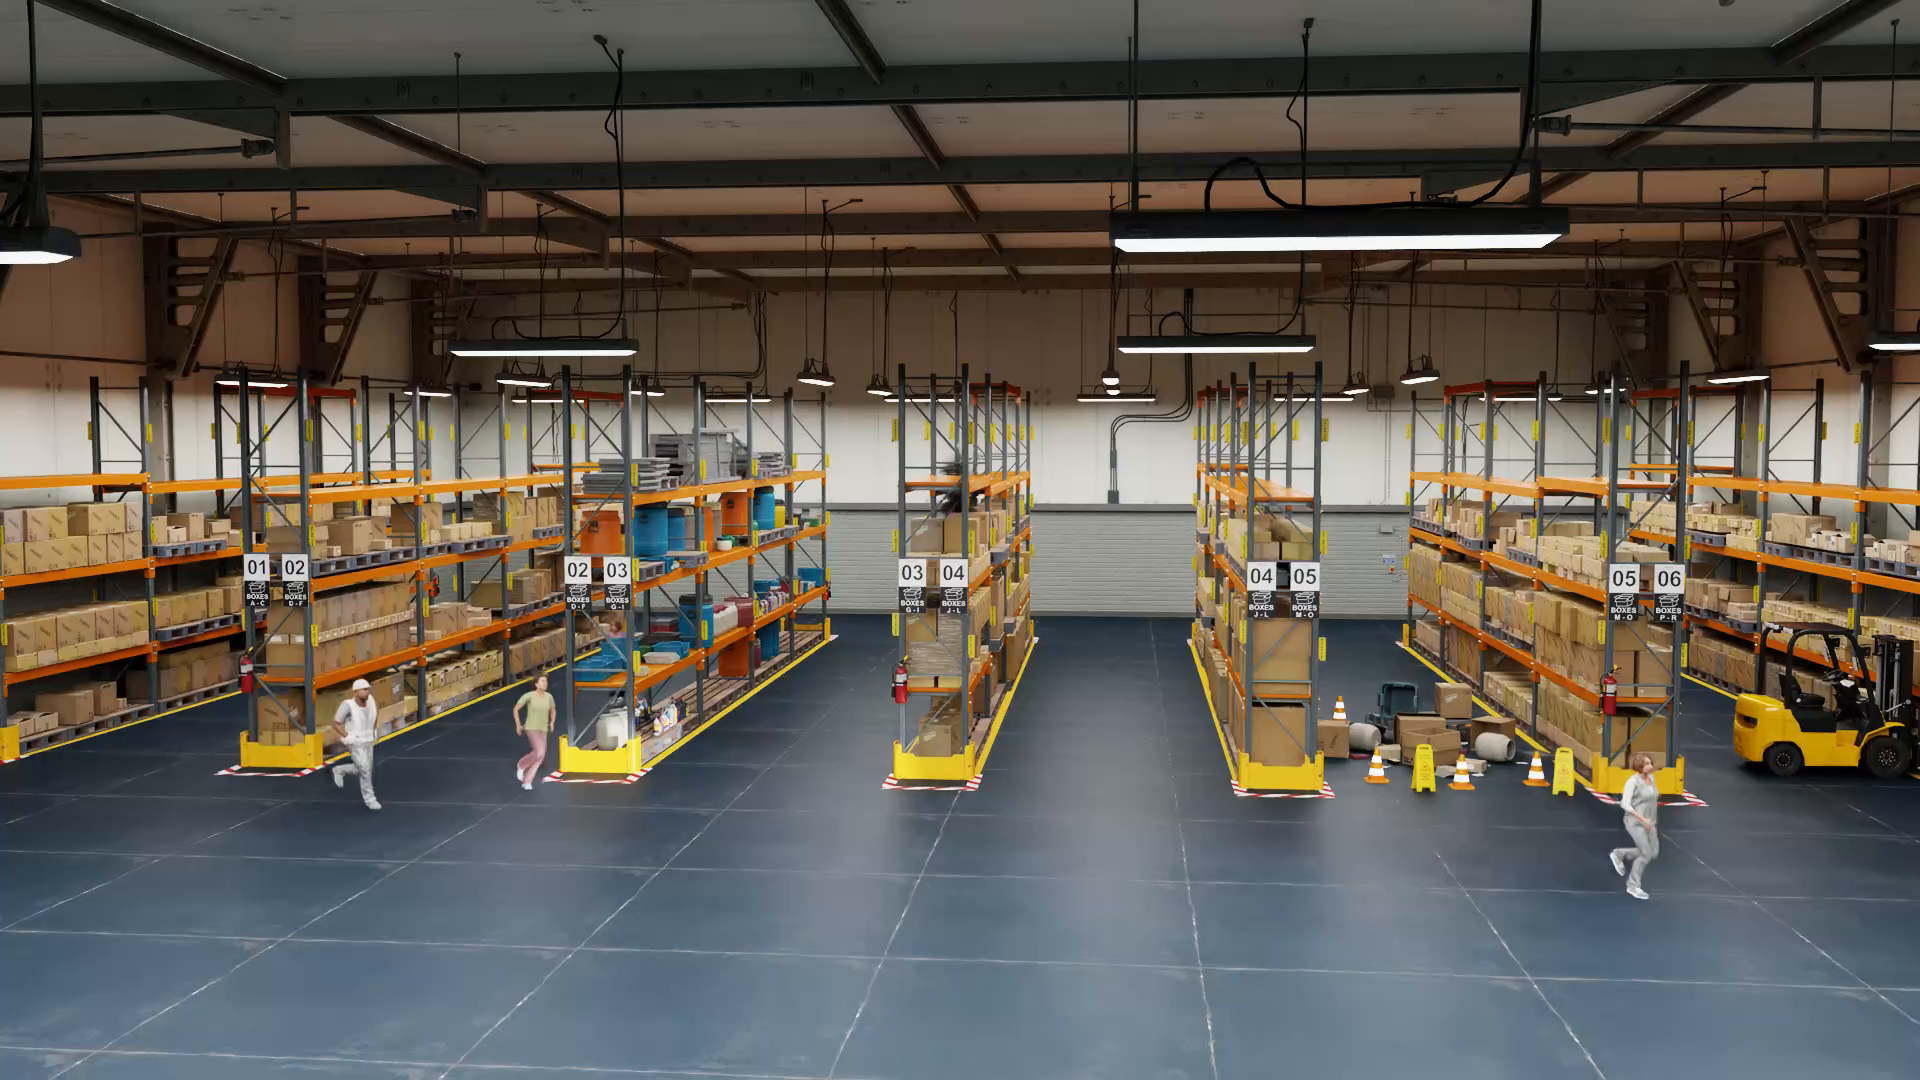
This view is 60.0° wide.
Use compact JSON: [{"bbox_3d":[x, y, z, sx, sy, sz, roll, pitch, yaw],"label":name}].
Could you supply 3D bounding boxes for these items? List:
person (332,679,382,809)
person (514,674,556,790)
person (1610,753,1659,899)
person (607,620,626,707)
[{"bbox_3d":[-8.116,2.724,22.314,0.844,1.759,0.696,2,4,26],"label":"person"},{"bbox_3d":[-5.928,2.694,23.473,0.516,1.596,0.613,4,5,45],"label":"person"},{"bbox_3d":[7.329,3.077,18.024,0.555,1.573,0.598,-2,4,-32],"label":"person"},{"bbox_3d":[-6.295,2.261,30.463,0.473,1.620,0.679,0,4,6],"label":"person"}]
